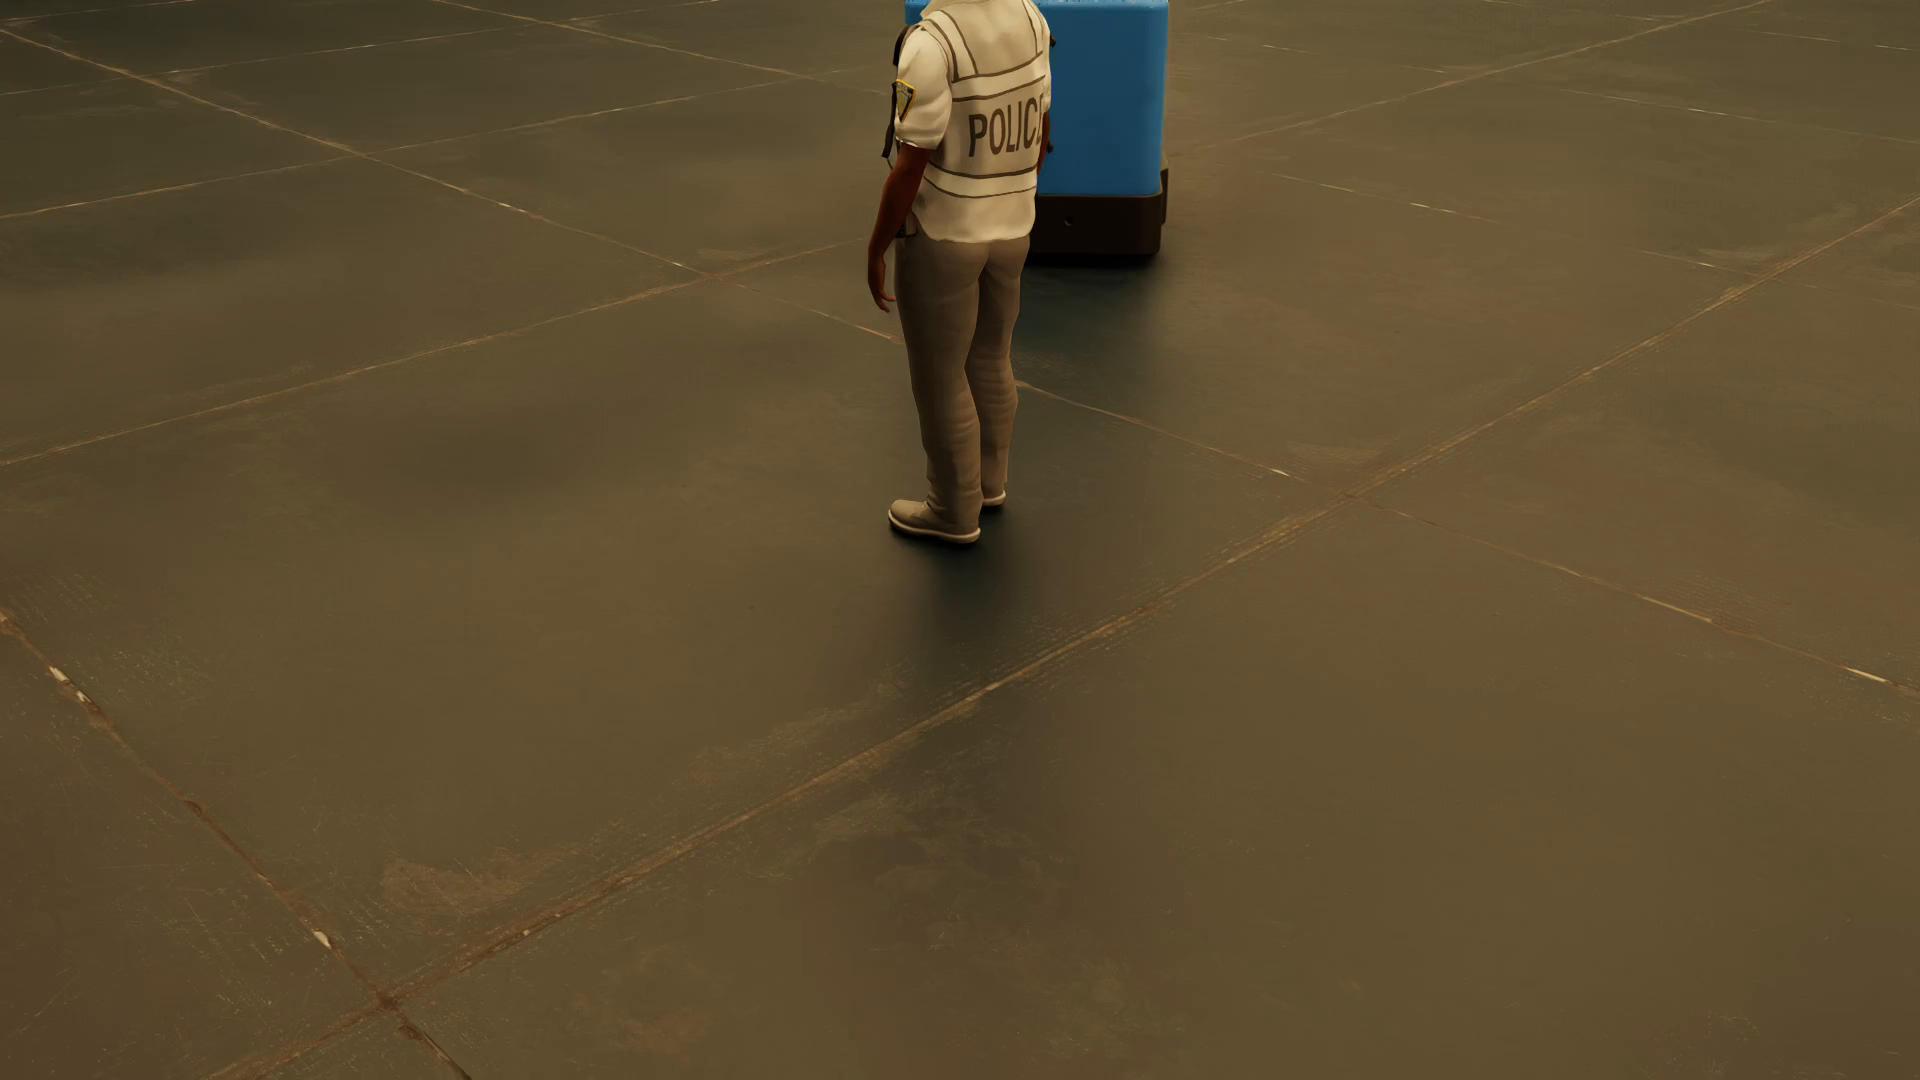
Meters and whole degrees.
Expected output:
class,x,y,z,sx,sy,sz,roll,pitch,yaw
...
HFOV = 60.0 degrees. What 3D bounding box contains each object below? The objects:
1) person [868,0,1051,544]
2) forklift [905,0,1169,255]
class,x,y,z,sx,sy,sz,roll,pitch,yaw
person,-0.038,-0.797,4.226,0.569,1.695,0.530,-24,35,-39
forklift,0.393,-3.081,7.496,1.130,2.935,3.031,2,26,4
